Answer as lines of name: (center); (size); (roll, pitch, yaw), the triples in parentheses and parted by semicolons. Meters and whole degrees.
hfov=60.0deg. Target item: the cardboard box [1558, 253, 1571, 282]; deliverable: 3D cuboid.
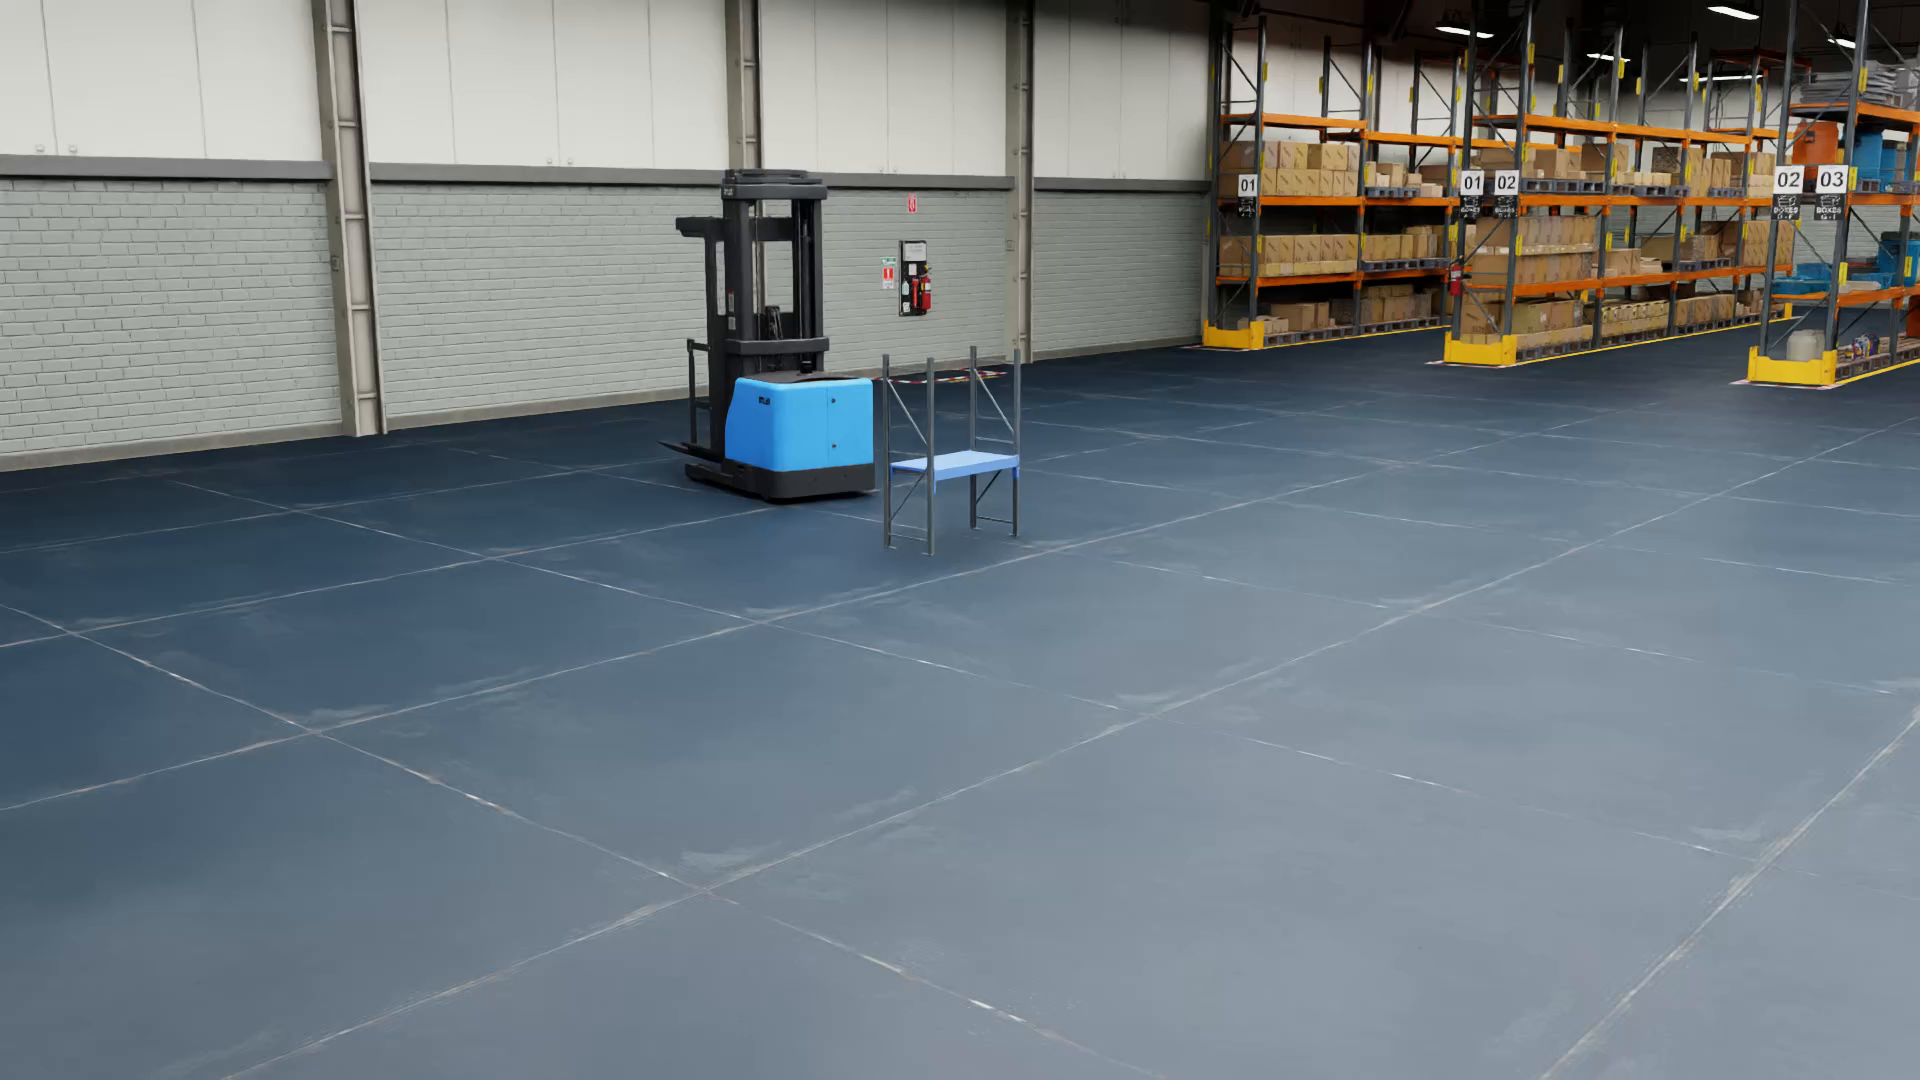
cardboard box: (10.538, -4.916, 29.909); (0.700, 0.500, 0.500); (10, 15, 41)

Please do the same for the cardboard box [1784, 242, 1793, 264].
cardboard box: (19.334, -6.798, 39.333); (0.500, 0.500, 0.500); (10, 15, 42)

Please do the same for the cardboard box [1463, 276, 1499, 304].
cardboard box: (12.145, -5.810, 39.057); (0.750, 0.750, 0.750); (10, 15, 42)

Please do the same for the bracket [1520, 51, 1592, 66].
bracket: (15.114, -12.218, 42.216); (0.076, 0.066, 4.783); (10, 15, 40)

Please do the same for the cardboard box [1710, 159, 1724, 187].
cardboard box: (15.972, -7.871, 35.718); (0.600, 0.600, 0.600); (10, 15, 40)

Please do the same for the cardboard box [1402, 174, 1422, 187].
cardboard box: (9.495, -7.666, 35.960); (0.637, 0.503, 0.797); (-10, 15, -40)

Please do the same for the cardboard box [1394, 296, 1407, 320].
cardboard box: (9.250, -5.053, 36.109); (0.700, 0.500, 0.500); (10, 15, 40)

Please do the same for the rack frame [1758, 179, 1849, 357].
rack frame: (12.581, -3.855, 24.854); (1.000, 3.000, 0.127); (10, 15, 40)

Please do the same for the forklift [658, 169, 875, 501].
forklift: (-2.009, -2.030, 15.890); (1.130, 2.935, 3.031); (-7, 13, -33)

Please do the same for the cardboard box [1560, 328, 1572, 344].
cardboard box: (10.705, -3.698, 30.015); (0.500, 0.250, 0.500); (10, 15, 40)

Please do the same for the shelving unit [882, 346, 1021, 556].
shelving unit: (-0.056, -0.723, 13.001); (0.538, 1.500, 1.048); (10, 15, 40)

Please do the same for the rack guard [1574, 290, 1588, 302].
rack guard: (15.717, -6.268, 43.316); (1.175, 0.500, 0.348); (10, 15, 40)

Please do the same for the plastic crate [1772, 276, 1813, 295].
plastic crate: (12.687, -3.895, 25.431); (0.499, 0.251, 0.616); (10, 15, 40)

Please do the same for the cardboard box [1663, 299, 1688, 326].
cardboard box: (14.659, -4.693, 34.308); (0.500, 0.500, 0.500); (11, 15, 43)

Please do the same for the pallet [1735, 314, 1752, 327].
pallet: (17.238, -4.995, 37.681); (1.003, 0.211, 1.213); (10, 15, 40)

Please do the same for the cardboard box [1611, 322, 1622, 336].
cardboard box: (12.294, -4.044, 31.751); (0.500, 0.250, 0.500); (10, 15, 42)

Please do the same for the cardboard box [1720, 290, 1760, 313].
cardboard box: (18.021, -5.530, 38.492); (0.797, 0.503, 0.637); (10, 15, 40)

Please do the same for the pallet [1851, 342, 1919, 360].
pallet: (16.516, -3.377, 29.580); (1.003, 0.211, 1.213); (10, 15, 40)

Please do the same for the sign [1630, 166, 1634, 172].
sign: (13.738, -7.468, 33.965); (0.100, 0.325, 0.005); (10, 15, 40)

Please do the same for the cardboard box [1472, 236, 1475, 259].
cardboard box: (11.614, -6.705, 38.056); (0.500, 0.500, 0.500); (10, 15, 40)

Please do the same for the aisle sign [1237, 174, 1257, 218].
aisle sign: (5.317, -6.361, 30.766); (0.394, 0.787, 0.004); (10, 15, 40)

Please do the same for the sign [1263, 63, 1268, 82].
sign: (5.547, -8.505, 30.229); (0.100, 0.325, 0.005); (10, 15, 40)

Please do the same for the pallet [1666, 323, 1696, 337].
pallet: (14.665, -4.411, 34.755); (1.003, 0.211, 1.213); (10, 15, 40)

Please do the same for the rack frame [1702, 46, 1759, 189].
rack frame: (16.784, -9.203, 36.315); (1.000, 3.000, 0.127); (10, 15, 40)

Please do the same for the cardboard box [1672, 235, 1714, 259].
cardboard box: (15.897, -6.366, 36.100); (0.500, 0.500, 0.700); (-9, 15, -39)

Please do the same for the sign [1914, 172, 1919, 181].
sign: (15.628, -5.846, 27.142); (0.100, 0.325, 0.005); (10, 15, 40)

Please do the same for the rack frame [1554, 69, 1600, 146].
rack frame: (15.701, -10.432, 42.466); (1.000, 3.000, 0.127); (10, 15, 40)

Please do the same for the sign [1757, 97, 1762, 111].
sign: (19.017, -10.359, 39.514); (0.100, 0.325, 0.005); (10, 15, 40)

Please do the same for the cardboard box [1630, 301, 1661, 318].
cardboard box: (13.645, -4.619, 33.197); (0.500, 0.311, 0.500); (9, 15, 39)

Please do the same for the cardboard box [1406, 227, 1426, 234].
cardboard box: (10.014, -6.792, 36.524); (0.380, 0.149, 0.250); (7, 13, 31)

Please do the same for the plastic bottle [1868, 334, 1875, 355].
plastic bottle: (14.886, -3.200, 27.215); (0.144, 0.351, 0.185); (9, 14, 38)

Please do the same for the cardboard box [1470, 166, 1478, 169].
cardboard box: (11.383, -8.292, 38.031); (0.700, 0.500, 0.500); (11, 16, 43)

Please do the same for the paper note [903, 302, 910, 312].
paper note: (-0.838, -3.660, 26.128); (0.016, 0.148, 0.142); (10, 15, 40)

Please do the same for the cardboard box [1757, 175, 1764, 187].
cardboard box: (17.621, -8.017, 37.142); (0.500, 0.250, 0.500); (10, 15, 40)

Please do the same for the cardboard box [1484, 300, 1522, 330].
cardboard box: (9.643, -3.988, 29.552); (0.500, 0.500, 0.500); (10, 15, 40)

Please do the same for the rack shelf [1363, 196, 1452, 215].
rack shelf: (9.100, -7.137, 35.464); (1.077, 0.370, 4.000); (10, 15, 40)

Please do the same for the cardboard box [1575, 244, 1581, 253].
cardboard box: (10.977, -5.270, 30.028); (0.380, 0.149, 0.250); (10, 15, 40)

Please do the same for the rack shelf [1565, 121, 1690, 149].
rack shelf: (12.824, -7.772, 32.005); (1.077, 0.370, 4.000); (10, 15, 40)

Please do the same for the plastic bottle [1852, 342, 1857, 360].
plastic bottle: (14.175, -2.996, 26.366); (0.061, 0.283, 0.133); (10, 15, 41)

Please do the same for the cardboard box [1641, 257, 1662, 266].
cardboard box: (13.871, -5.582, 33.725); (0.500, 0.311, 0.500); (11, 16, 44)

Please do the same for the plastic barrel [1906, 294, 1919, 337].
plastic barrel: (18.172, -4.248, 31.290); (0.600, 0.830, 0.708); (10, 15, 40)

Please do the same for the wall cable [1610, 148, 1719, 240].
wall cable: (19.703, -9.695, 46.705); (3.097, 2.526, 0.112); (10, 15, 40)

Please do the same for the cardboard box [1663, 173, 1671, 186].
cardboard box: (13.887, -7.202, 33.266); (0.500, 0.250, 0.500); (8, 14, 36)

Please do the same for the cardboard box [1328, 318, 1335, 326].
cardboard box: (7.449, -4.468, 34.035); (0.380, 0.166, 0.250); (7, 14, 33)

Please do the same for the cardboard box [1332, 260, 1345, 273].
cardboard box: (7.360, -5.480, 33.320); (0.500, 0.250, 0.500); (10, 15, 41)

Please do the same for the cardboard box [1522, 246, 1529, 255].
cardboard box: (9.456, -4.932, 28.336); (0.380, 0.149, 0.250); (9, 15, 39)

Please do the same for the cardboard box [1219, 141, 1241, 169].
cardboard box: (5.228, -7.253, 31.351); (0.500, 0.500, 0.500); (11, 15, 43)

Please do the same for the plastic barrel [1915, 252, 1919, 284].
plastic barrel: (16.502, -4.731, 28.891); (0.433, 0.535, 0.433); (0, 11, 0)

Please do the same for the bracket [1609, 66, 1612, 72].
bracket: (17.374, -12.721, 44.738); (0.235, 0.232, 0.430); (10, 15, 40)

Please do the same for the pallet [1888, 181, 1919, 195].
pallet: (14.819, -5.703, 26.931); (1.213, 0.211, 1.003); (10, 15, 40)

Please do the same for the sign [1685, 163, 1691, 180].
sign: (14.555, -7.363, 33.239); (0.100, 0.325, 0.005); (10, 15, 40)

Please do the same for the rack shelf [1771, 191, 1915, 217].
rack shelf: (13.902, -5.268, 26.104); (1.077, 0.370, 4.000); (10, 15, 40)

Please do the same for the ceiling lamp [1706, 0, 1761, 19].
ceiling lamp: (13.442, -10.519, 28.000); (0.800, 3.185, 2.000); (10, 15, 40)

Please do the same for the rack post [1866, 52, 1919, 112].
rack post: (16.457, -7.784, 28.700); (1.013, 1.000, 3.121); (10, 15, 40)
